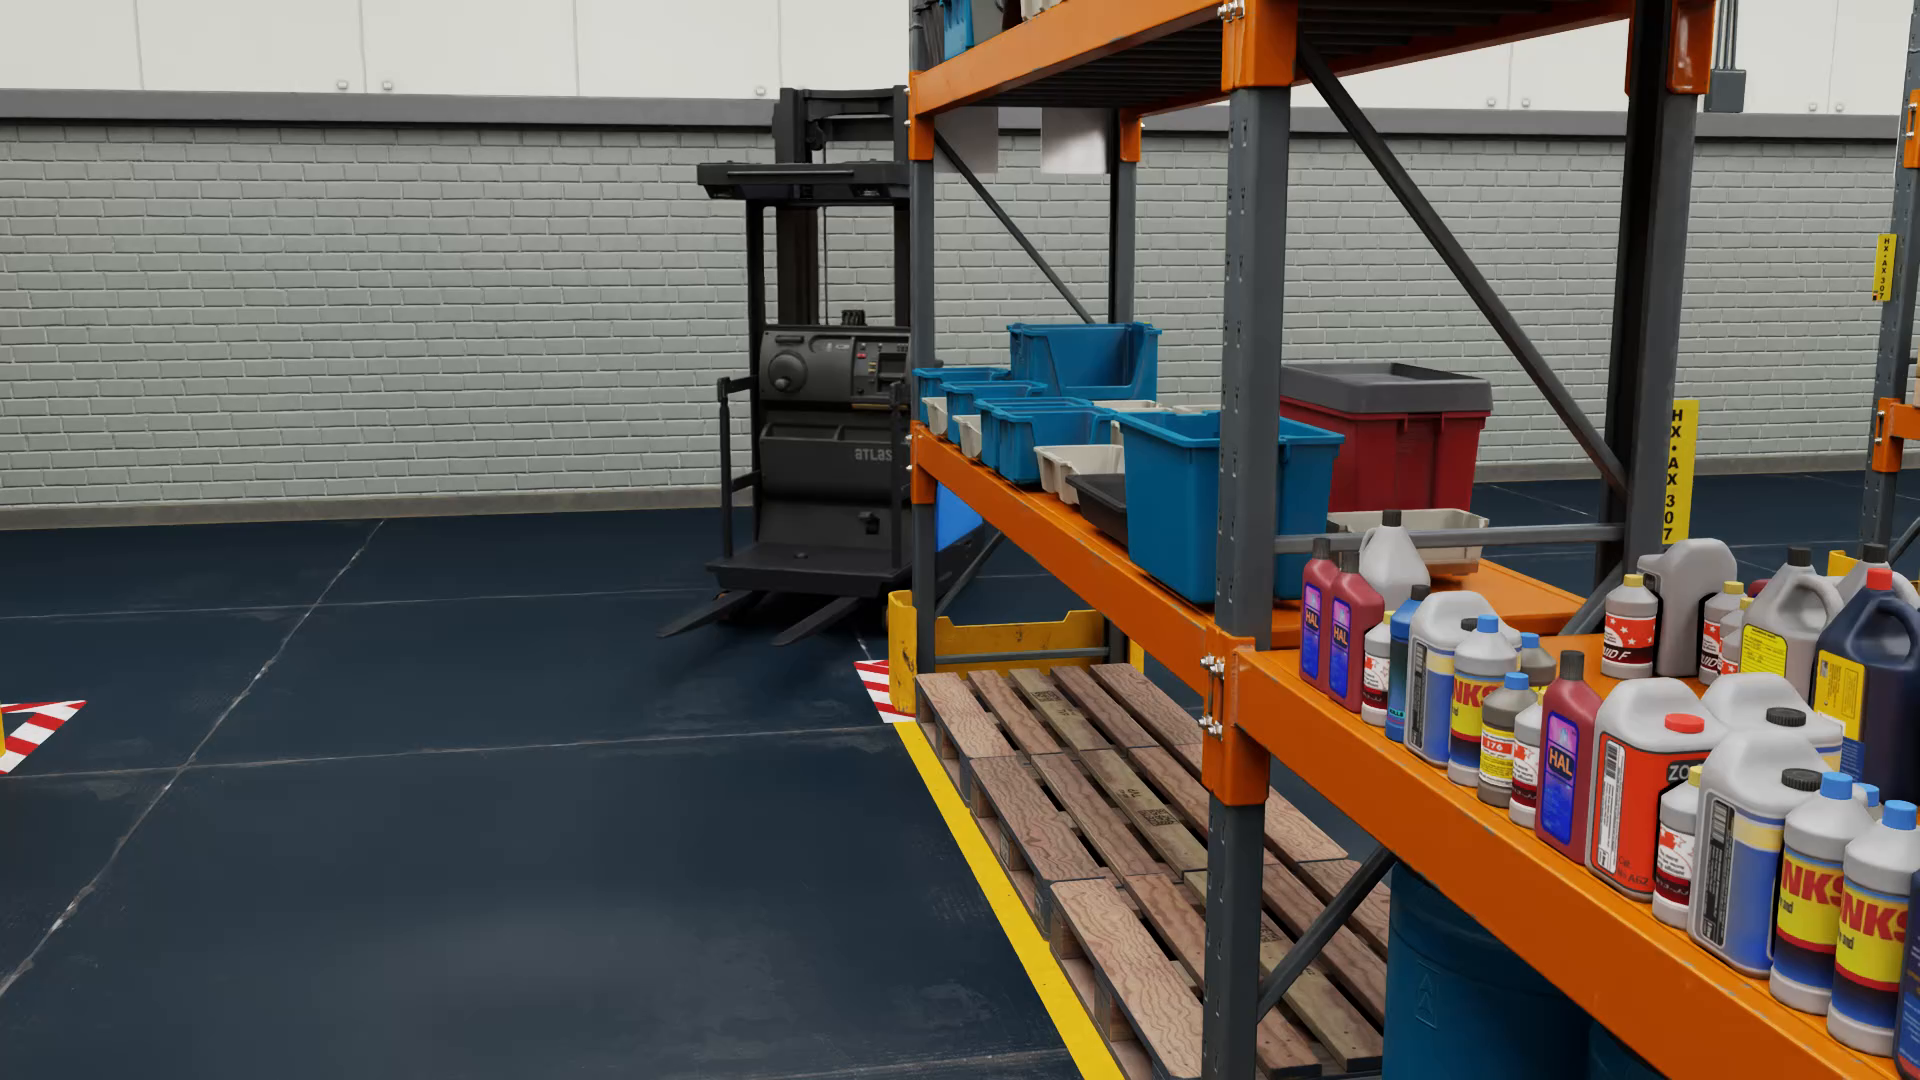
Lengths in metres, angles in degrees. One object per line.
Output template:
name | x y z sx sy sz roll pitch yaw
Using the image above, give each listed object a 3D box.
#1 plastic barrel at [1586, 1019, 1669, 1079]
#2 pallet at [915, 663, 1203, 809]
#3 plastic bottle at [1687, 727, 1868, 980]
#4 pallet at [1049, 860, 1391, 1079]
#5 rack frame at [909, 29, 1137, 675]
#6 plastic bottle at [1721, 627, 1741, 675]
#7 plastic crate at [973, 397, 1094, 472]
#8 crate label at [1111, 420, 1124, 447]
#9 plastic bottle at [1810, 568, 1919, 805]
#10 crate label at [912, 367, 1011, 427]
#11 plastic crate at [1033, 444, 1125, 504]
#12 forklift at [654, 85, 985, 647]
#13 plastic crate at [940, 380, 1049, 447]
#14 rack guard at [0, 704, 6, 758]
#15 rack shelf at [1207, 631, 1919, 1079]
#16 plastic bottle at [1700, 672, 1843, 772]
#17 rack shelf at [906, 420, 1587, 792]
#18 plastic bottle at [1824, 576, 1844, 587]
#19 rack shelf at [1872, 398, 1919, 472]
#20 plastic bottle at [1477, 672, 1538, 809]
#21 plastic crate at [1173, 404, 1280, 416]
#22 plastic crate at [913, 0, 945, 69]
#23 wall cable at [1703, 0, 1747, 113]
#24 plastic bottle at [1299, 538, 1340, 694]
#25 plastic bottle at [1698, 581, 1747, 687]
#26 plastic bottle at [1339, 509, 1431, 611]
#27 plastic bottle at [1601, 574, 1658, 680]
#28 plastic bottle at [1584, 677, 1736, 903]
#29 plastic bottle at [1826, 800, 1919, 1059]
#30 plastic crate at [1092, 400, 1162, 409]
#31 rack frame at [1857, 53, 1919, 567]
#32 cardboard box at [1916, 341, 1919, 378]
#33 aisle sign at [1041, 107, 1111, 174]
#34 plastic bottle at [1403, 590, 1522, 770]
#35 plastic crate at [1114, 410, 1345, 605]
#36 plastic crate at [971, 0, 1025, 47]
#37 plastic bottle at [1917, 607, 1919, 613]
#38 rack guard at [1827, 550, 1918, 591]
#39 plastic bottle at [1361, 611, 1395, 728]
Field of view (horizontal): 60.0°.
plastic barrel | 1.286 1.059 2.599 0.600 0.901 0.708 -2 11 -11
pallet | 0.403 0.793 6.965 1.003 0.211 1.213 -2 11 -11
plastic bottle | 1.000 0.376 2.029 0.152 0.276 0.135 -2 11 -11
pallet | 0.878 1.241 4.614 1.003 0.211 1.213 -2 11 -11
rack frame | 0.281 -0.729 7.506 1.000 3.000 0.127 -2 11 -11
plastic bottle | 1.405 0.237 2.959 0.097 0.201 0.097 0 11 0
plastic crate | 0.262 -0.378 5.947 0.416 0.233 0.300 -2 11 -11
crate label | 0.737 -0.382 6.228 0.396 0.136 0.243 -2 11 -11
plastic bottle | 1.453 0.224 2.628 0.144 0.351 0.185 -2 11 -11
crate label | 0.006 -0.619 7.215 0.416 0.233 0.303 -2 11 -11
plastic crate | 0.425 -0.204 5.291 0.293 0.136 0.466 -2 11 -11
forklift | -0.743 -1.010 9.166 1.130 2.935 3.031 3 11 16
plastic crate | 0.134 -0.499 6.581 0.416 0.233 0.300 -2 11 -11
rack guard | -4.564 0.692 6.724 1.175 0.500 0.348 -2 11 -11
rack shelf | 1.448 0.724 1.792 1.077 0.370 4.000 -2 11 -11
plastic bottle | 1.104 0.328 2.281 0.152 0.276 0.135 -2 11 -11
rack shelf | 0.670 -0.009 5.646 1.077 0.370 4.000 -2 11 -11
plastic bottle | 1.524 0.193 2.993 0.152 0.276 0.135 -2 11 -11
rack shelf | 5.528 -0.189 6.593 1.077 0.370 4.000 -2 11 -11
plastic bottle | 0.861 0.308 2.588 0.097 0.201 0.097 0 11 0
plastic crate | 0.942 -0.254 5.164 0.437 0.282 0.530 -2 11 -11
plastic crate | 0.082 -2.058 6.814 0.497 0.269 0.590 -2 11 -11
wall cable | 7.420 -6.599 13.698 2.277 5.999 0.120 -2 11 -11
plastic bottle | 0.712 0.144 3.228 0.061 0.283 0.133 -2 11 -11
plastic bottle | 1.502 0.183 3.246 0.097 0.201 0.097 0 11 0
plastic bottle | 0.817 0.112 3.216 0.144 0.351 0.185 -2 11 -11
plastic bottle | 1.334 0.170 3.311 0.097 0.201 0.097 0 11 0
plastic bottle | 0.955 0.334 2.252 0.152 0.276 0.135 -2 11 -11
plastic bottle | 1.015 0.419 1.818 0.097 0.271 0.097 0 11 0
plastic crate | 0.617 -0.486 6.774 0.396 0.136 0.243 -2 11 -11
rack frame | 5.139 -0.909 8.453 1.000 3.000 0.127 -2 11 -11
cardboard box | 4.968 -0.884 7.925 0.500 0.250 0.500 -2 11 -13
aisle sign | 0.554 -2.030 7.388 0.394 0.787 0.004 -2 11 -11
plastic bottle | 0.846 0.231 2.792 0.152 0.276 0.135 -2 11 -11
plastic crate | 0.633 -0.091 4.032 0.392 0.384 0.575 -2 11 -11
plastic crate | 0.308 -1.882 5.707 0.504 0.338 0.767 -2 11 -11
plastic bottle | 1.594 0.219 2.655 0.144 0.351 0.185 -2 11 -11
rack guard | 5.134 0.314 8.709 1.175 0.500 0.348 -2 11 -11
plastic bottle | 0.778 0.230 2.999 0.097 0.201 0.097 0 11 0
